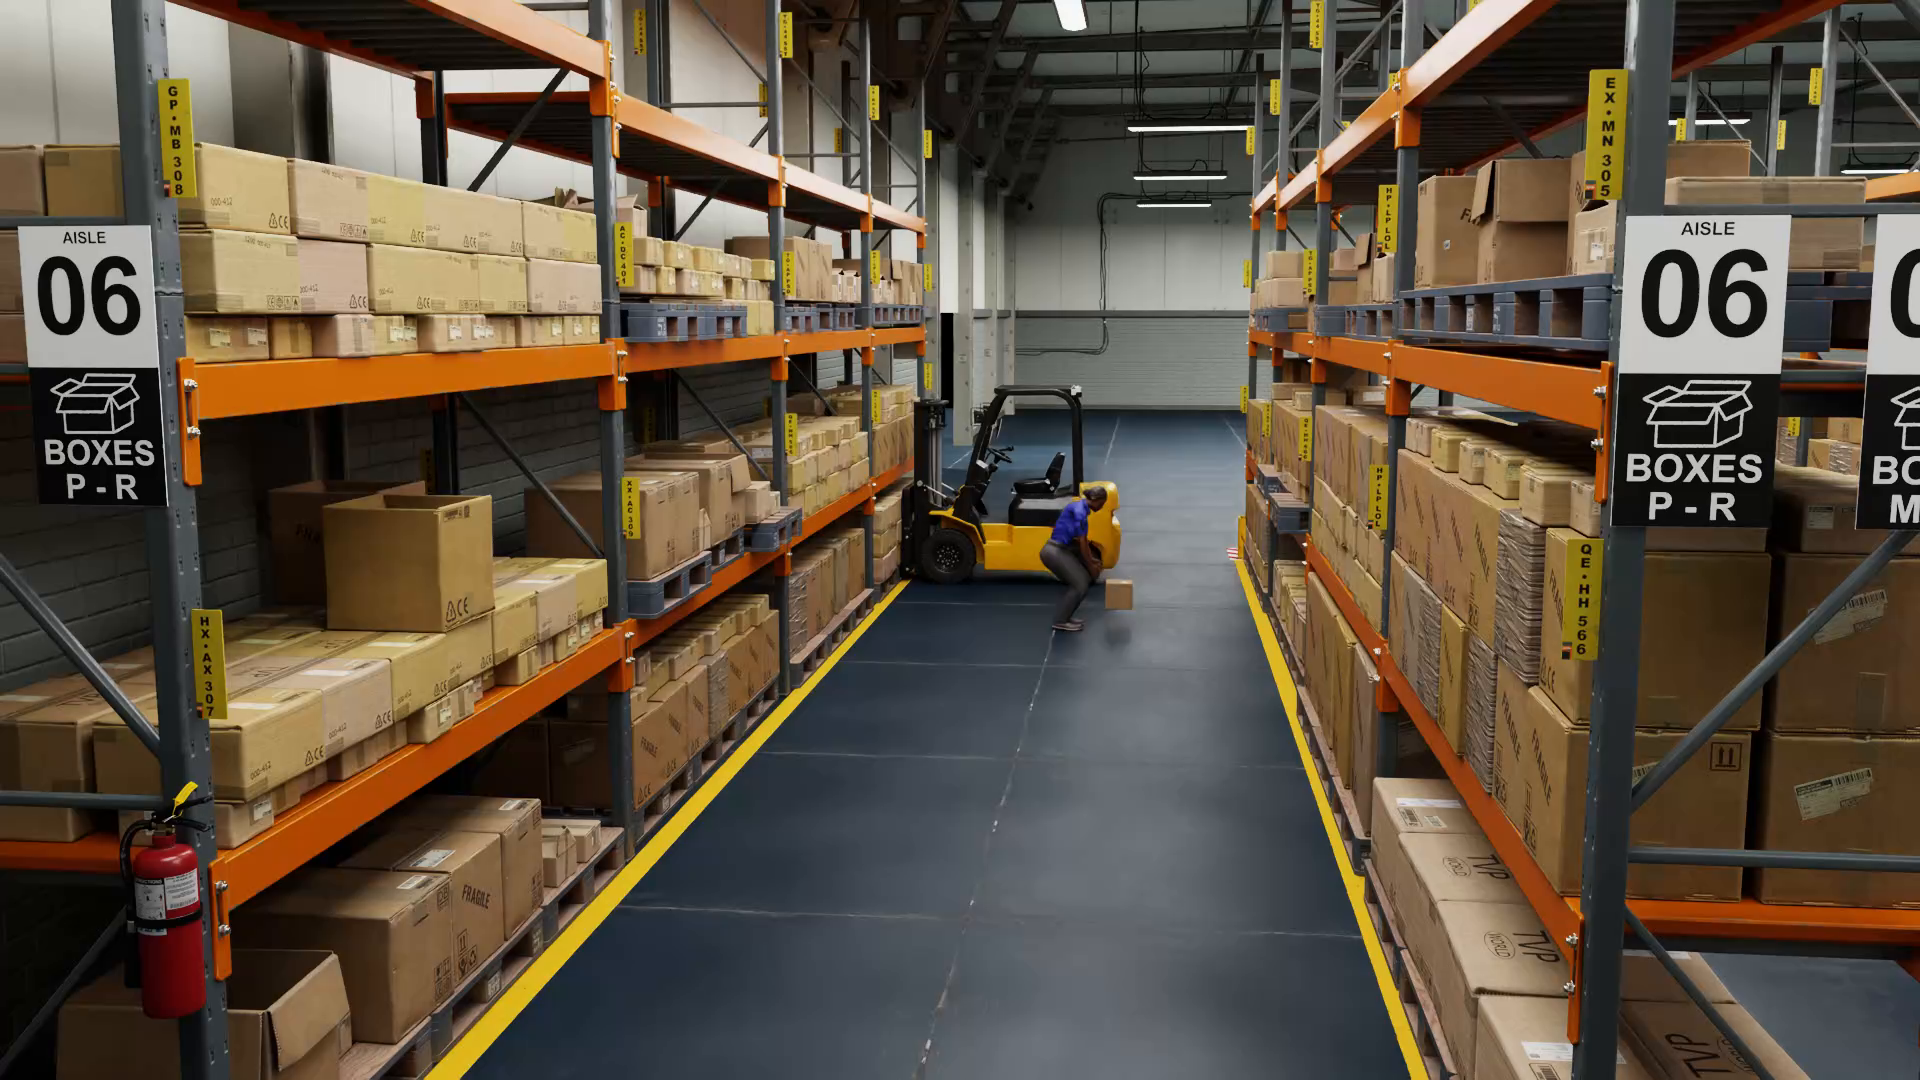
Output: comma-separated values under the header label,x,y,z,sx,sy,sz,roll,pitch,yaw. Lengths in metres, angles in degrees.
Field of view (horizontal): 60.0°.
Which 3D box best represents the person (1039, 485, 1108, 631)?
label,x,y,z,sx,sy,sz,roll,pitch,yaw
person,1.074,0.160,15.773,0.635,1.363,0.496,1,8,6
